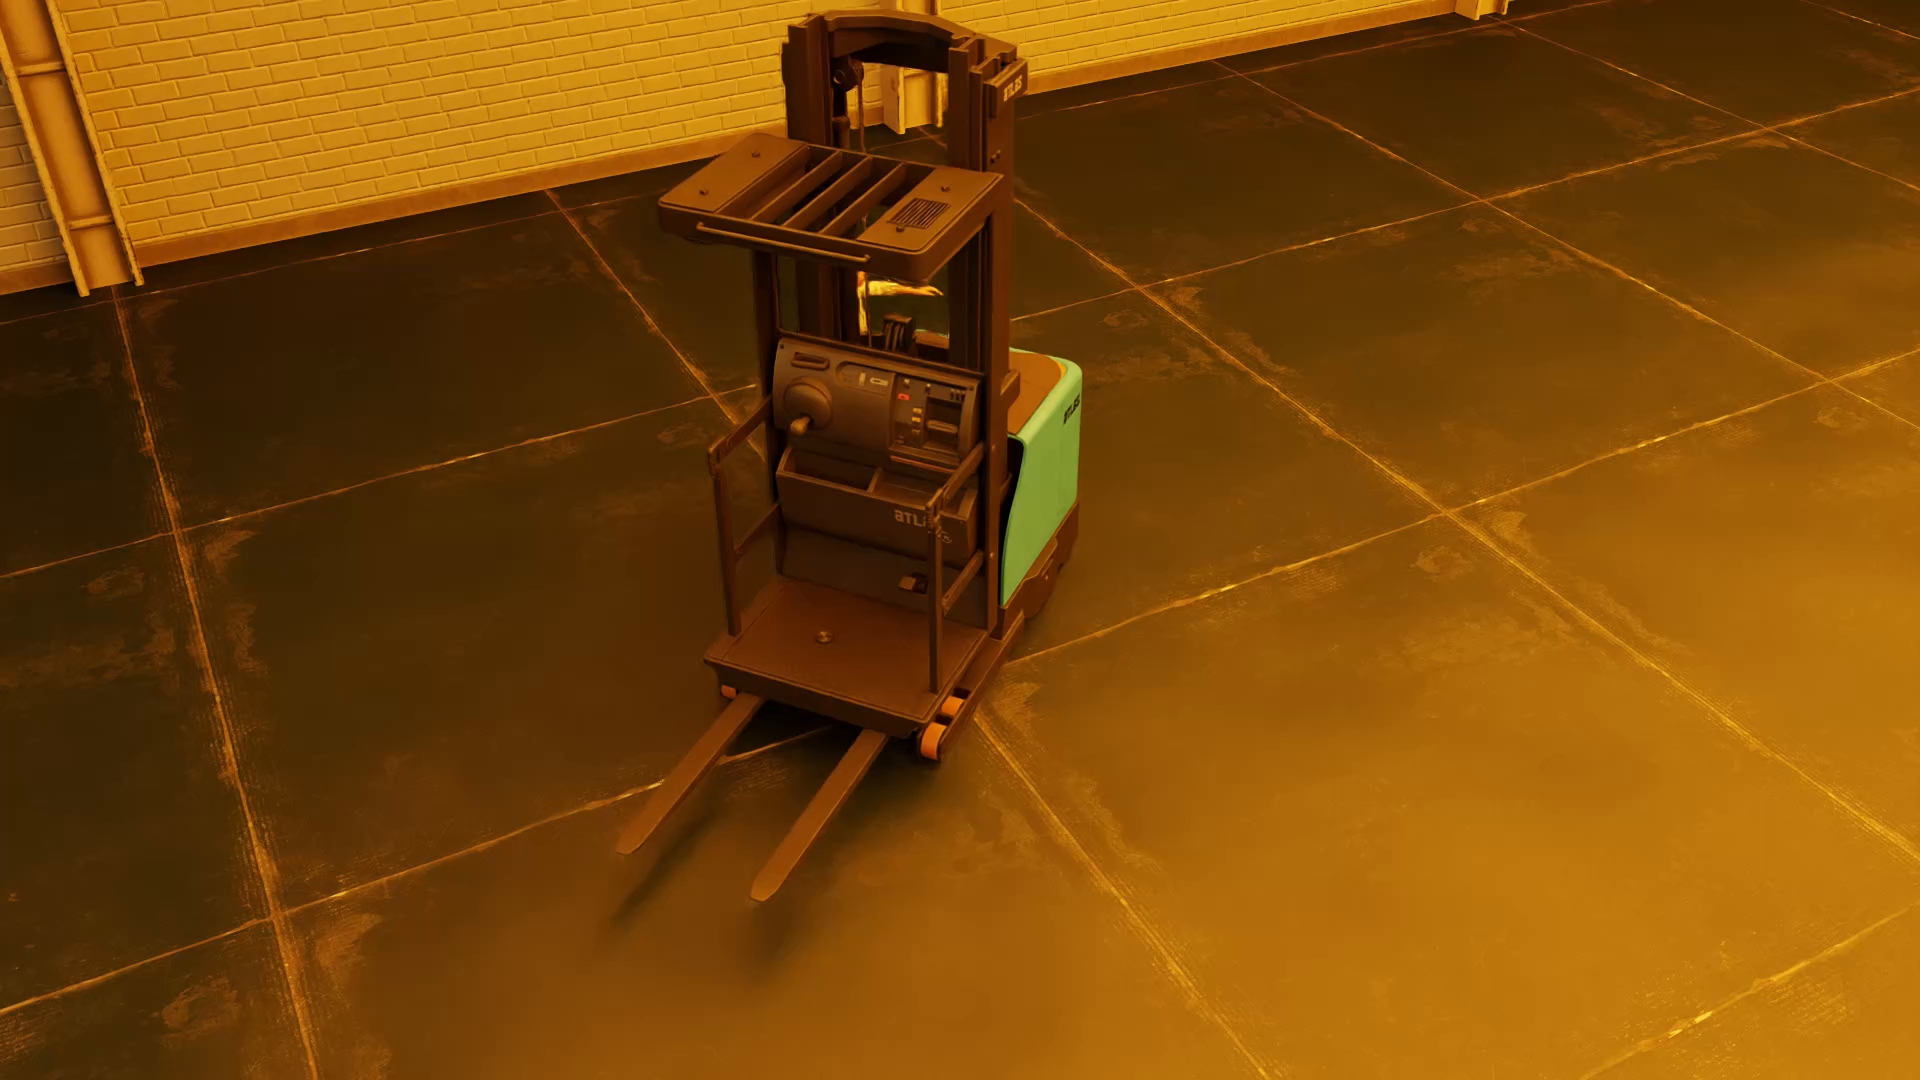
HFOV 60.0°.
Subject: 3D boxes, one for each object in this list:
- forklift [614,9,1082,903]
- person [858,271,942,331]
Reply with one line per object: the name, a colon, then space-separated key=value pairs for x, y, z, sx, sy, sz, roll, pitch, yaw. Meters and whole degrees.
forklift: x=-0.449 y=-0.514 z=6.850 sx=1.130 sy=2.935 sz=3.031 roll=14 pitch=38 yaw=19
person: x=-0.365 y=-0.873 z=8.638 sx=0.752 sy=1.354 sz=0.906 roll=-1 pitch=35 yaw=-2
